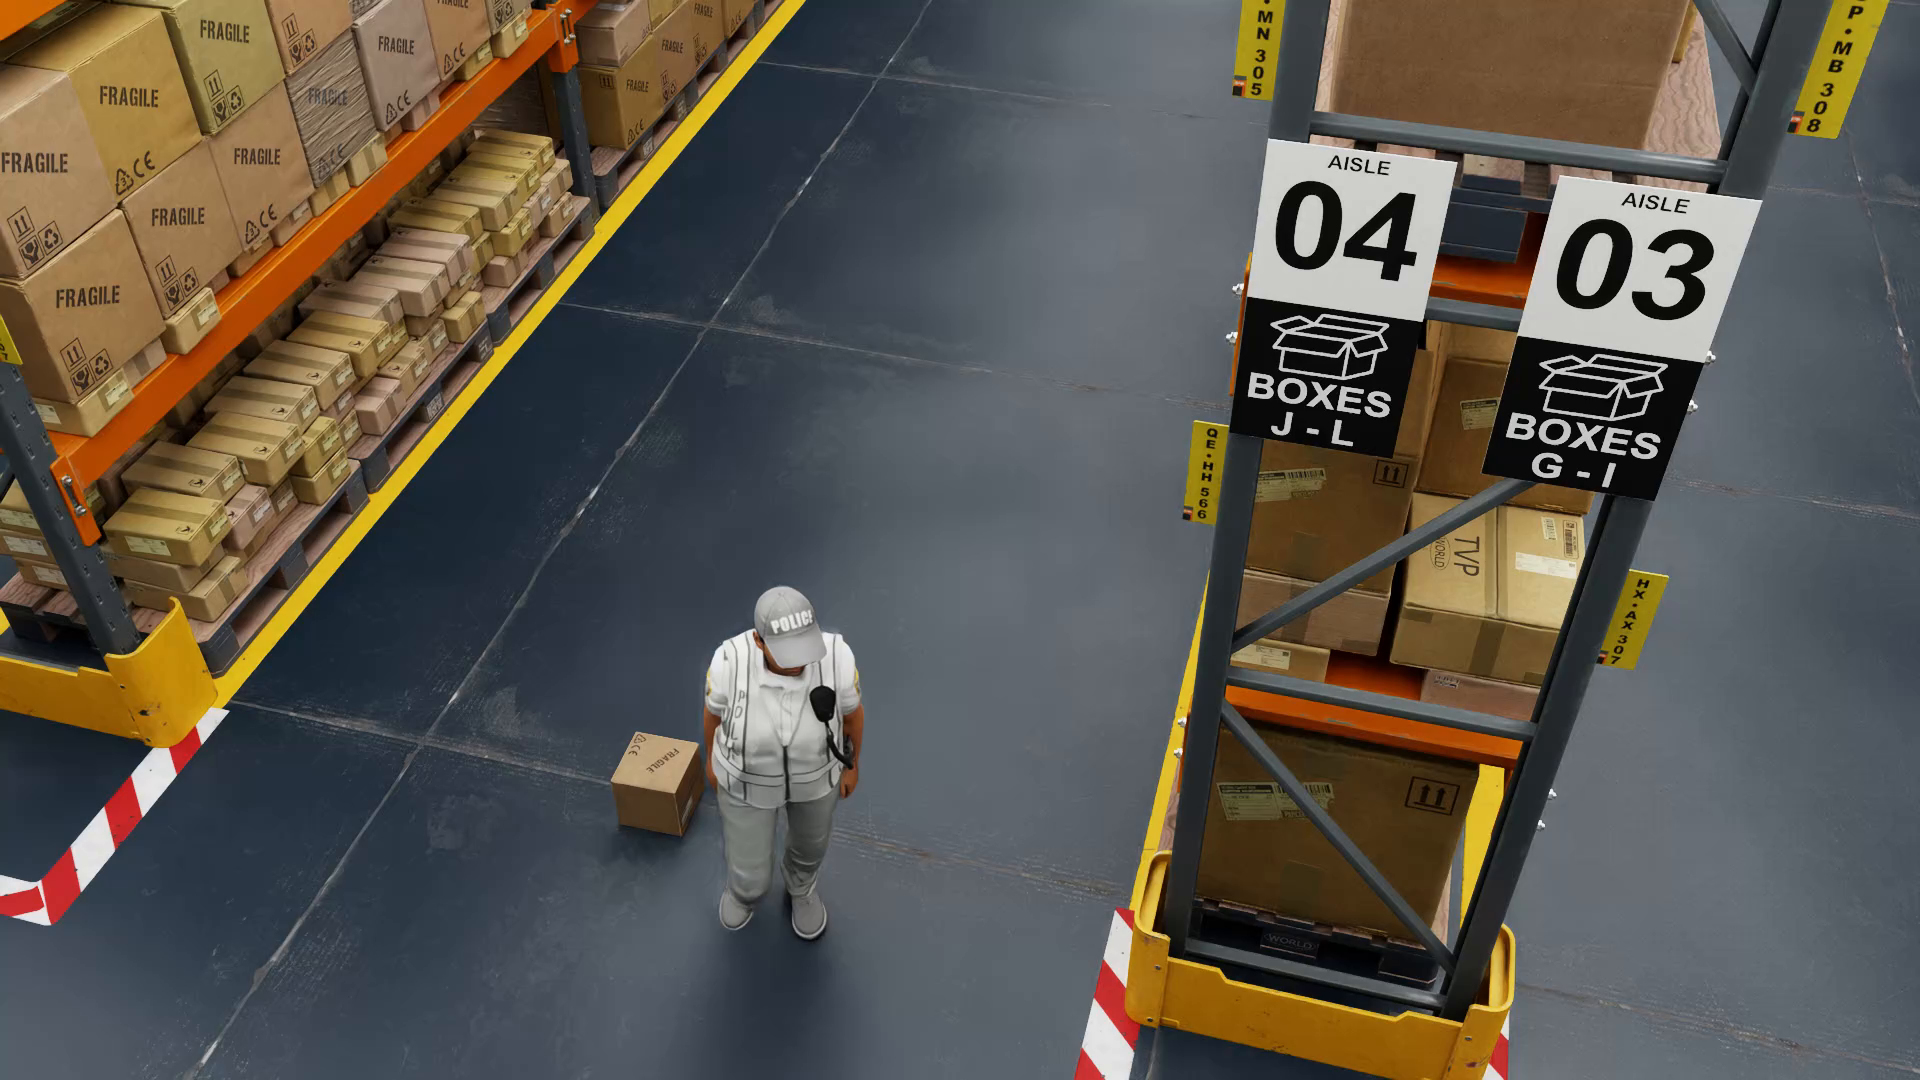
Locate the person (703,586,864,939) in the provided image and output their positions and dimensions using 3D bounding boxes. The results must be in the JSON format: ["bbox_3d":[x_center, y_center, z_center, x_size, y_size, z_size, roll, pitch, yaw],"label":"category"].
[{"bbox_3d":[-0.560,0.746,5.289,0.537,1.651,0.481,-9,42,-10],"label":"person"}]
